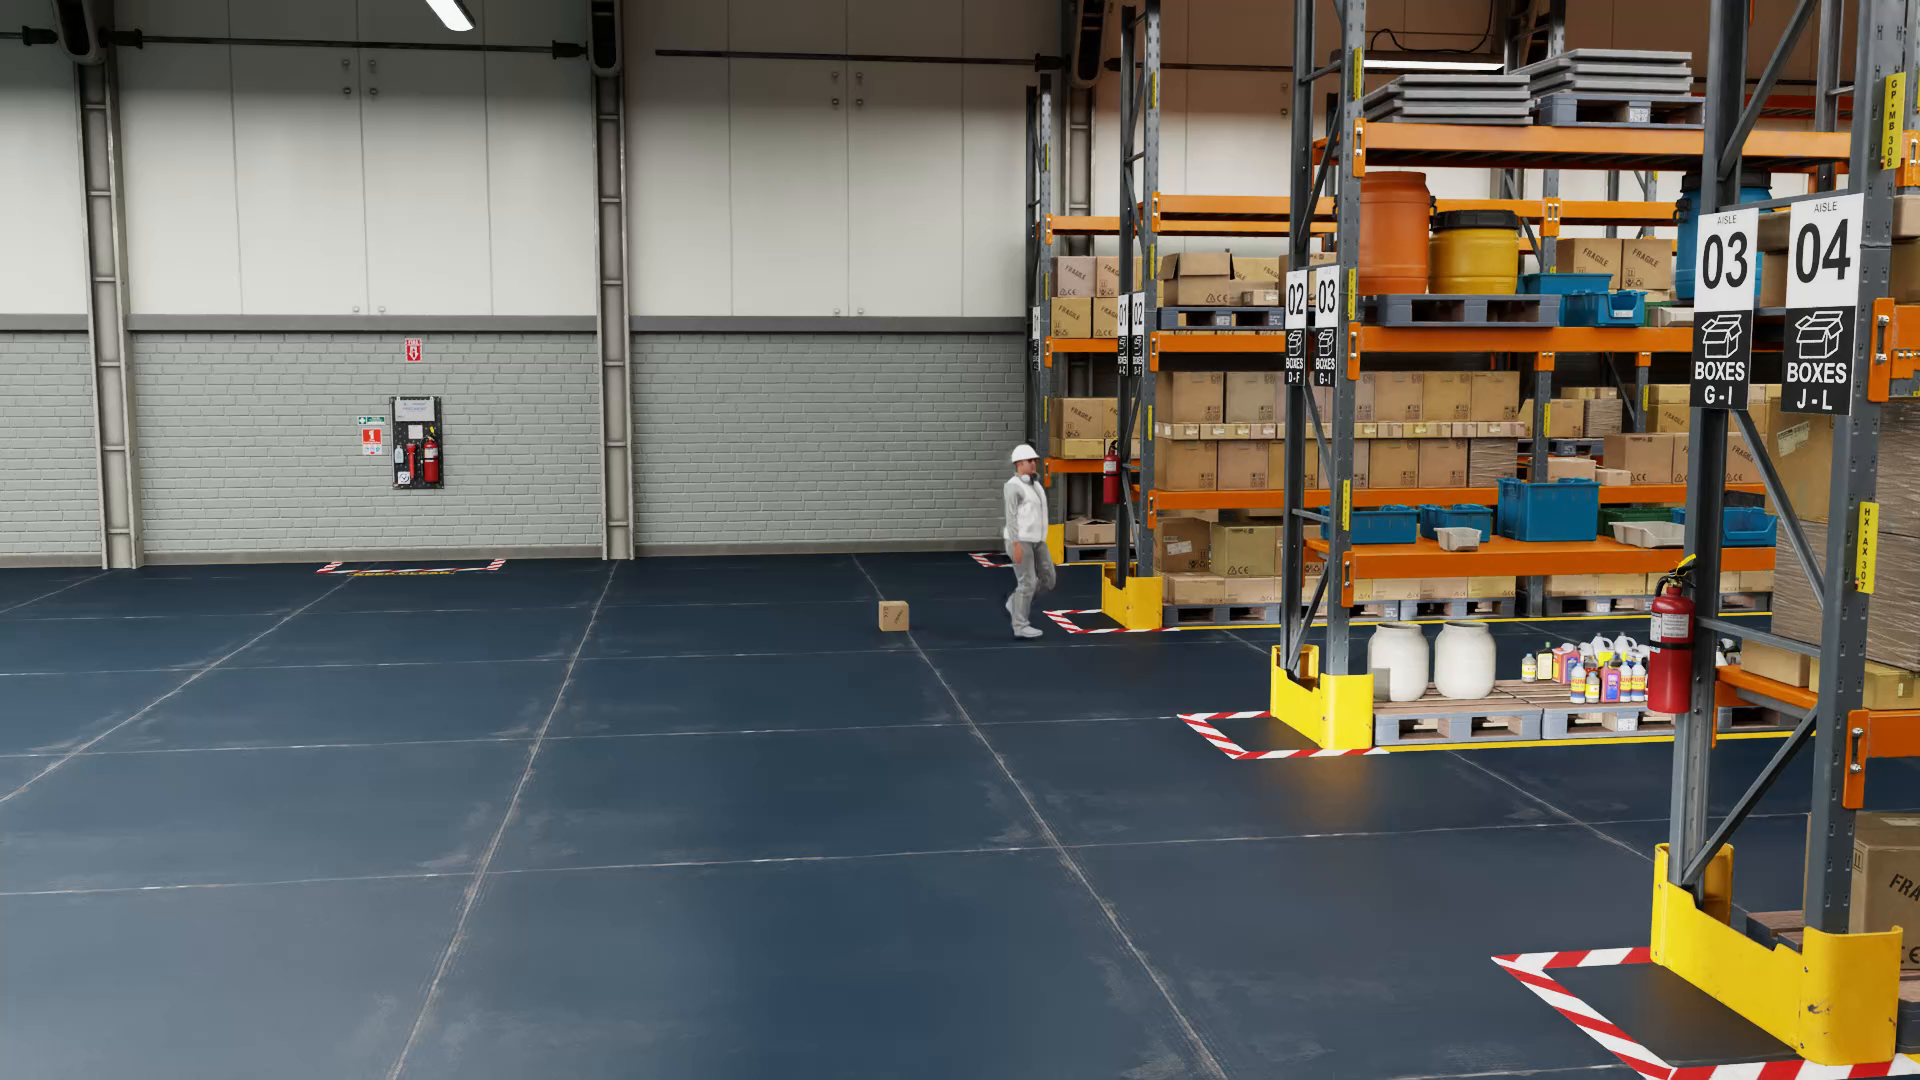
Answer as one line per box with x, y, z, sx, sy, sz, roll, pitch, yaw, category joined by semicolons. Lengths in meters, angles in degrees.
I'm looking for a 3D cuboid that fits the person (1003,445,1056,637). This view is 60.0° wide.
0.588;0.004;15.332;0.498;1.766;0.561;4;8;33;person
